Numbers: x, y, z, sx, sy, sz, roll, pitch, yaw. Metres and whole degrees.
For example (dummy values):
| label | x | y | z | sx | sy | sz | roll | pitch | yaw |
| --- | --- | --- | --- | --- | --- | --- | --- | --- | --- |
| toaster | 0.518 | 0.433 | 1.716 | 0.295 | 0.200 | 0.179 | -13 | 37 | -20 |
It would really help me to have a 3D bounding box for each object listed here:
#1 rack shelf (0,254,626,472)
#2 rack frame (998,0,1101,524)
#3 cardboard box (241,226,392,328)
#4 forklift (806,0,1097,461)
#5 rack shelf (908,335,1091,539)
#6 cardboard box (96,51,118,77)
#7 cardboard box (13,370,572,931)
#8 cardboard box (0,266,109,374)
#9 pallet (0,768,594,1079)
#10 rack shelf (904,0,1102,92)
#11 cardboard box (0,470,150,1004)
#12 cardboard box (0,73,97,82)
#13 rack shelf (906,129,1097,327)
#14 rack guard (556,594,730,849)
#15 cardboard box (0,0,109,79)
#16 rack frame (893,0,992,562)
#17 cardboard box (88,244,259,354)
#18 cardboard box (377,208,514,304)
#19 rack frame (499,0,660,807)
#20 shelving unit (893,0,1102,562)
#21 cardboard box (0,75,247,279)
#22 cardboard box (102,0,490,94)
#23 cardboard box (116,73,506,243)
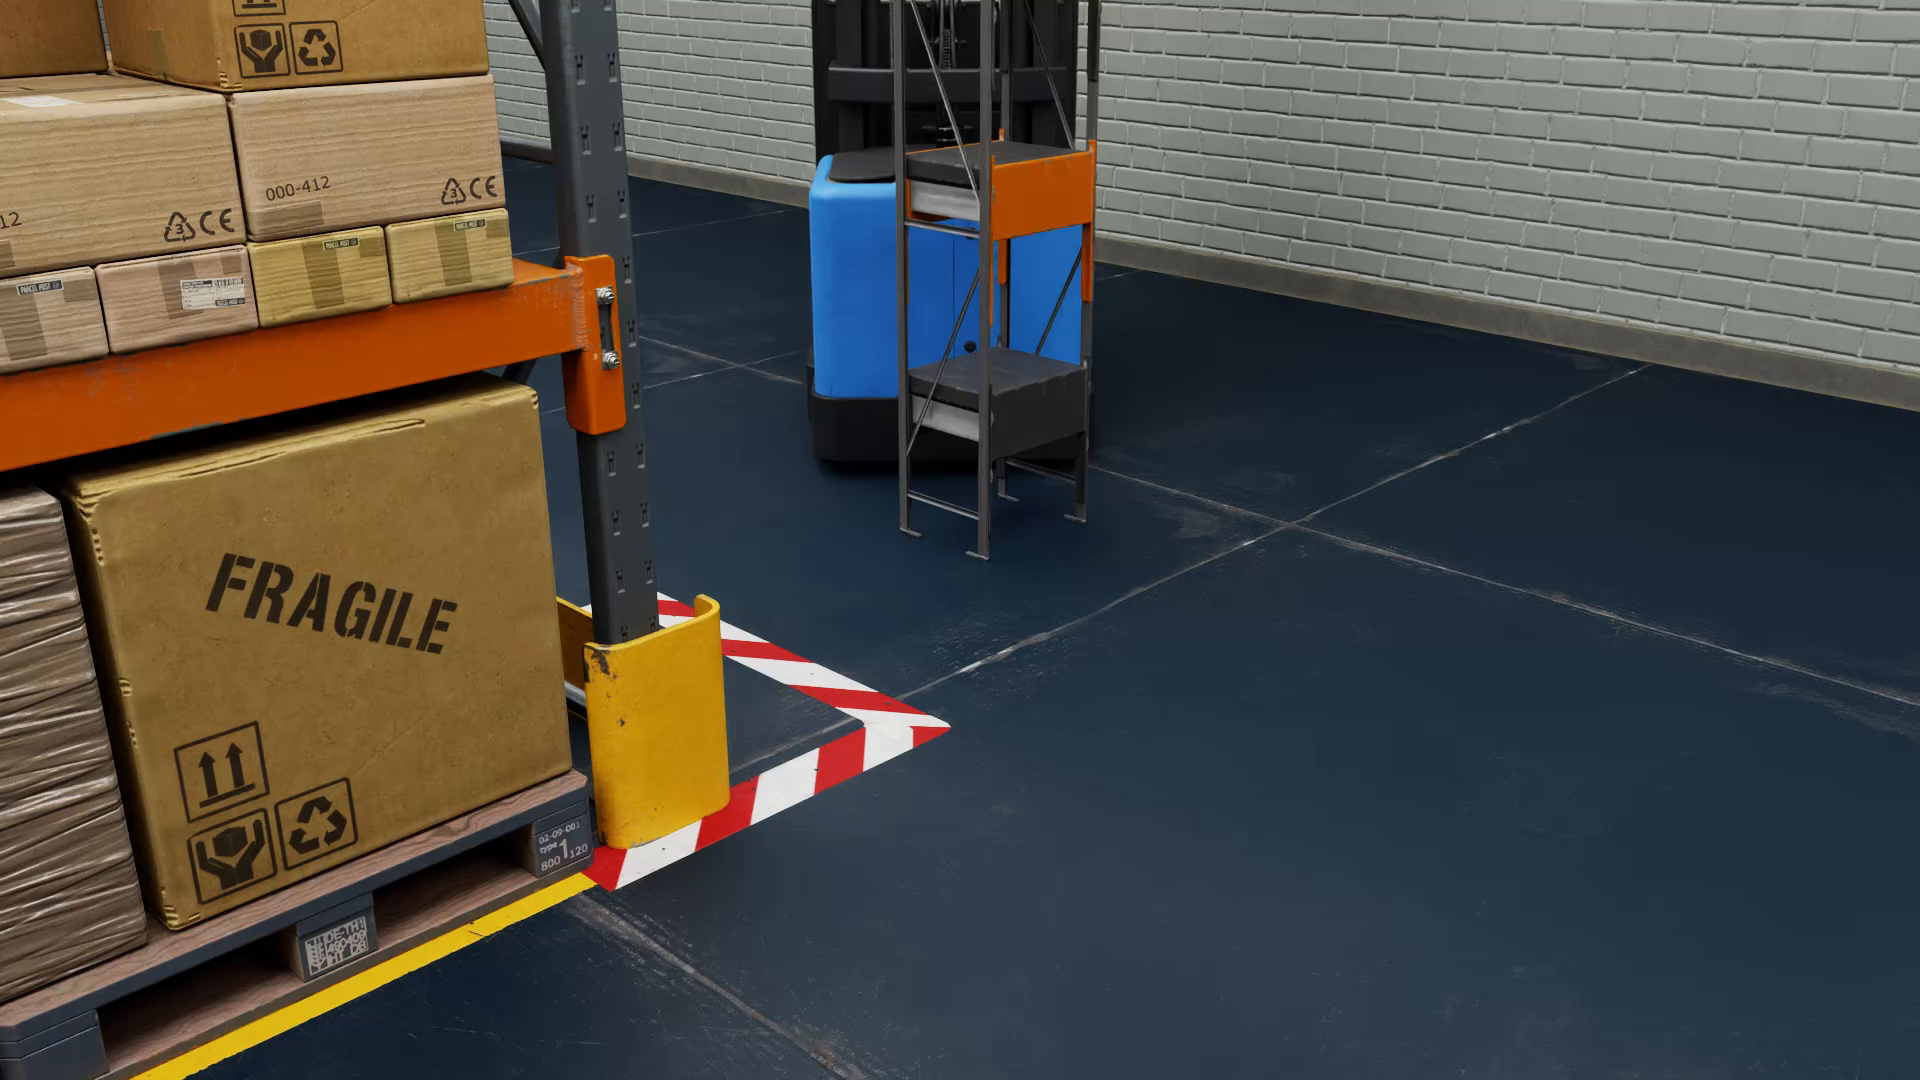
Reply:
| label | x | y | z | sx | sy | sz | roll | pitch | yaw |
| --- | --- | --- | --- | --- | --- | --- | --- | --- | --- |
| rack shelf | -2.471 | -0.026 | 2.464 | 1.077 | 0.370 | 4.000 | 19 | 28 | 41 |
| rack frame | 0.286 | -1.085 | 5.472 | 0.400 | 2.100 | 0.015 | 19 | 28 | 41 |
| cardboard box | -1.268 | -0.517 | 3.090 | 0.380 | 0.149 | 0.250 | 20 | 28 | 41 |
| forklift | -0.070 | -2.138 | 7.052 | 1.130 | 2.935 | 3.031 | -1 | 21 | -2 |
| rack shelf | 0.115 | -0.357 | 5.565 | 0.431 | 0.518 | 0.480 | 19 | 28 | 41 |
| cardboard box | -1.604 | -0.889 | 3.501 | 0.500 | 0.250 | 0.500 | 18 | 28 | 39 |
| cardboard box | -1.465 | 0.104 | 3.498 | 0.875 | 0.875 | 0.875 | 19 | 28 | 41 |
| cardboard box | -1.620 | -0.389 | 2.756 | 0.250 | 0.149 | 0.380 | -20 | 28 | -41 |
| pallet | -1.577 | 0.651 | 3.587 | 1.003 | 0.211 | 1.213 | 19 | 28 | 41 |
| rack shelf | 0.116 | -1.663 | 5.062 | 0.431 | 0.518 | 0.480 | 19 | 28 | 41 |
| cardboard box | -2.100 | 0.338 | 2.889 | 0.875 | 0.875 | 0.875 | 19 | 28 | 41 |
| cardboard box | -1.962 | -0.754 | 3.149 | 0.500 | 0.250 | 0.500 | 19 | 28 | 40 |
| rack shelf | 0.115 | -1.010 | 5.313 | 0.431 | 0.518 | 0.480 | 19 | 28 | 41 |
| rack guard | -1.059 | 0.285 | 4.137 | 1.175 | 0.500 | 0.348 | 19 | 28 | 41 |
| cardboard box | -1.953 | -1.110 | 3.032 | 0.500 | 0.500 | 0.500 | 18 | 28 | 39 |
| rack frame | -0.055 | -0.960 | 5.145 | 0.400 | 2.100 | 0.015 | 19 | 28 | 41 |
| cardboard box | -1.445 | -0.453 | 2.922 | 0.380 | 0.149 | 0.250 | 19 | 28 | 41 |
| cardboard box | -1.088 | -0.585 | 3.265 | 0.250 | 0.149 | 0.380 | -20 | 28 | -41 |
| rack frame | -1.076 | -0.876 | 3.672 | 1.000 | 3.000 | 0.127 | 19 | 28 | 41 |
| shelving unit | 0.115 | -1.023 | 5.309 | 0.431 | 2.100 | 0.503 | 19 | 28 | 41 |
| cardboard box | -1.578 | -0.623 | 2.810 | 0.500 | 0.250 | 0.500 | 19 | 28 | 40 |
| cardboard box | -1.227 | -1.104 | 3.014 | 0.500 | 0.500 | 0.500 | 20 | 29 | 41 |
| cardboard box | -1.224 | -0.754 | 3.149 | 0.500 | 0.250 | 0.500 | 19 | 28 | 40 |
